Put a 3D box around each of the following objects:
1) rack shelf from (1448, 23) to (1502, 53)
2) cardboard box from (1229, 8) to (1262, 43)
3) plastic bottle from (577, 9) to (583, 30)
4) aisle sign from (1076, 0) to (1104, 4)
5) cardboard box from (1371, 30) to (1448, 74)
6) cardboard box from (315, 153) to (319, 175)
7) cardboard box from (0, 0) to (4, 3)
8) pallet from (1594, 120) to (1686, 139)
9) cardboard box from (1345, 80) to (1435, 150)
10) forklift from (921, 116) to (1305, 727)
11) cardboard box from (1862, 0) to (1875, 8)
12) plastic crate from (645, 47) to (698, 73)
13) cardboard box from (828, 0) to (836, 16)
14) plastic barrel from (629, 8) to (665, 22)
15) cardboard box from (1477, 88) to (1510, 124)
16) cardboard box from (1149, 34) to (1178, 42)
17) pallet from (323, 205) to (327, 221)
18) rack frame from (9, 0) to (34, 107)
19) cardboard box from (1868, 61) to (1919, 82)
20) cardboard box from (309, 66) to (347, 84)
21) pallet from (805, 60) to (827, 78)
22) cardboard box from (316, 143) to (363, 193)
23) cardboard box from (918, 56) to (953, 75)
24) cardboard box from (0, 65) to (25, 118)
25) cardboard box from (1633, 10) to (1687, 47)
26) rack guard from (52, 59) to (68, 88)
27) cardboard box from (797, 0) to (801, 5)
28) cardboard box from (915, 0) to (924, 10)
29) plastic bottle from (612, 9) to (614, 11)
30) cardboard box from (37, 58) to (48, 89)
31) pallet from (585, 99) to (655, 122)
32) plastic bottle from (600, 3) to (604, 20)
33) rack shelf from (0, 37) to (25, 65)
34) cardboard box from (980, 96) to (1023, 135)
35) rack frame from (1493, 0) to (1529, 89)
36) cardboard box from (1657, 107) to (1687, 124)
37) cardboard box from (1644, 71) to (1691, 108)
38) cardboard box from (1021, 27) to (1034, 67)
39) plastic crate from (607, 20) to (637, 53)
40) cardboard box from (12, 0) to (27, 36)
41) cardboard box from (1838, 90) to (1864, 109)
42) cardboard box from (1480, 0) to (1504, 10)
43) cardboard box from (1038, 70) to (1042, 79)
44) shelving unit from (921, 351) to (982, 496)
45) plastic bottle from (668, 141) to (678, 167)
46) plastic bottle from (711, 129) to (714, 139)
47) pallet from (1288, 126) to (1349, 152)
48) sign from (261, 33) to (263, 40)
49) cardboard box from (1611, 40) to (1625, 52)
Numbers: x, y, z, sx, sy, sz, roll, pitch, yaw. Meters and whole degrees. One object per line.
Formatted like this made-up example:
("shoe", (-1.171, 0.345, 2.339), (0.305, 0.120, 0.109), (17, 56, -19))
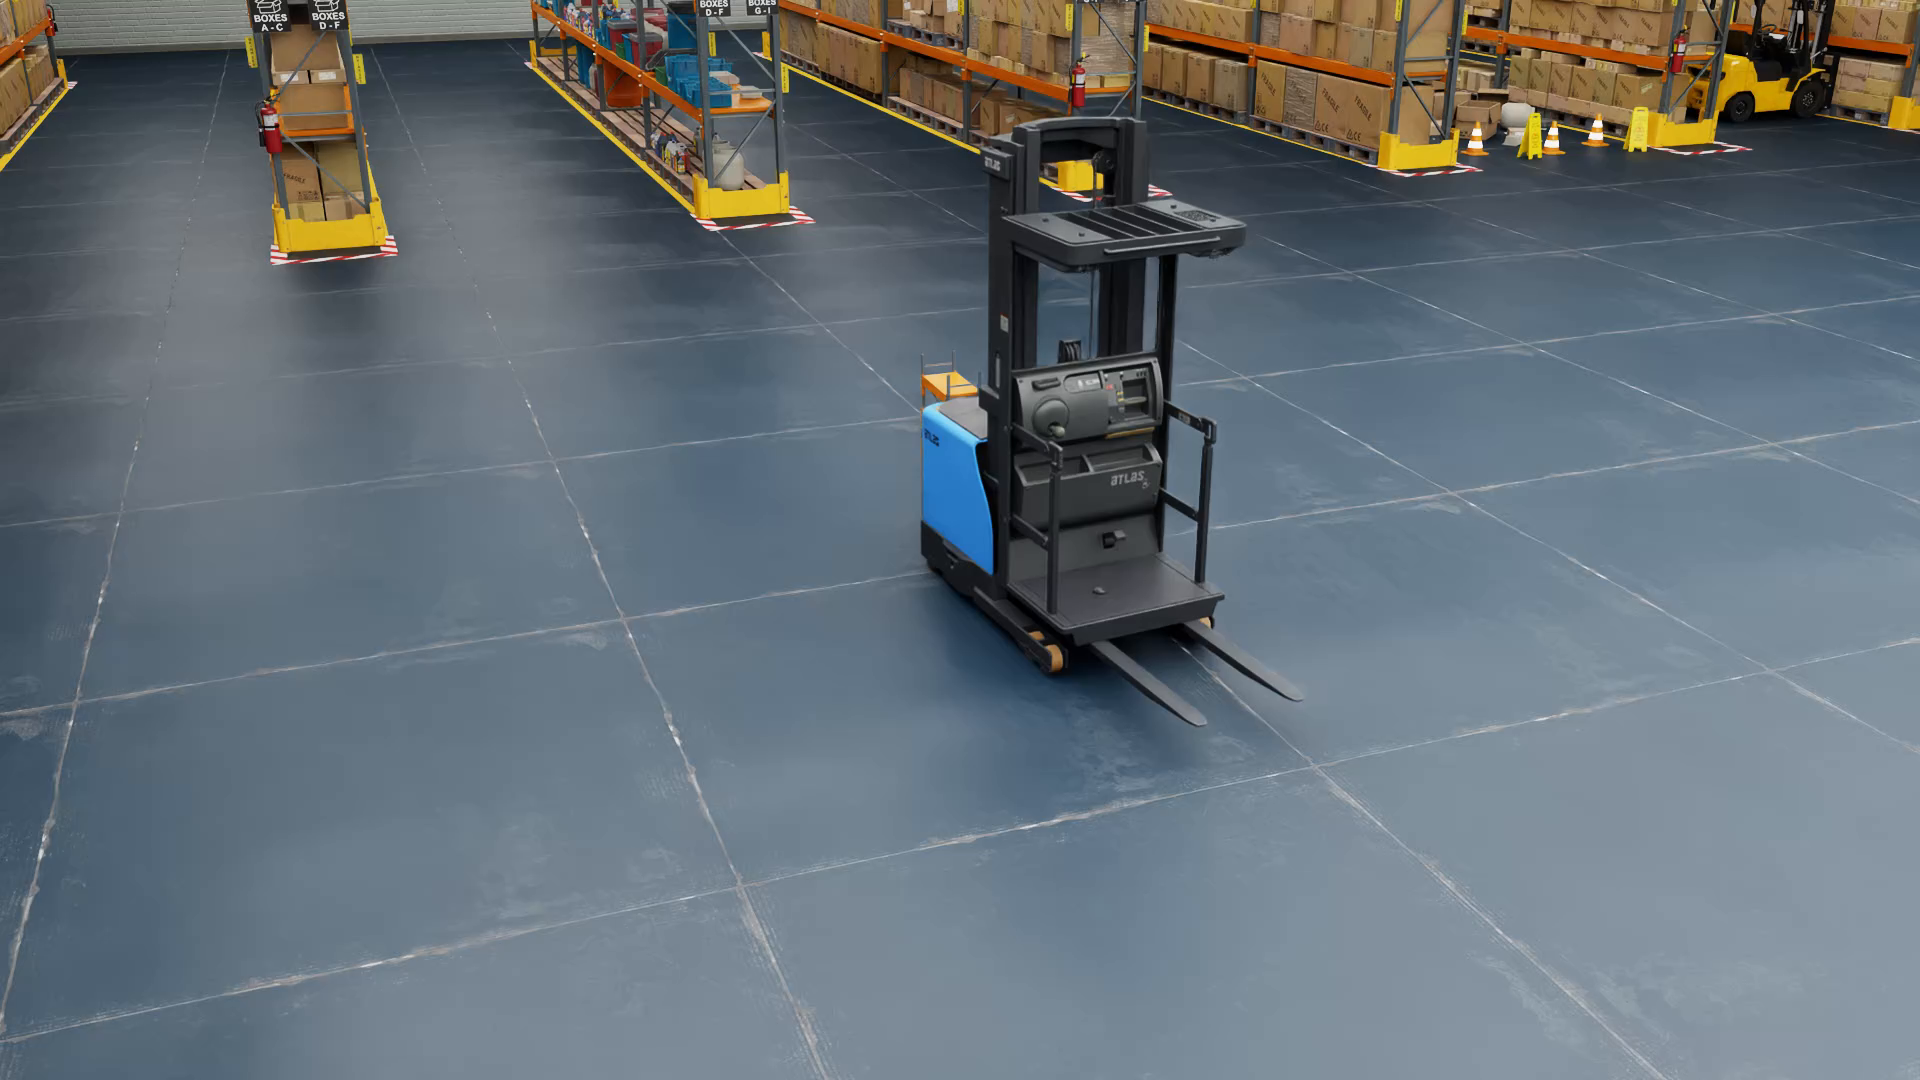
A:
("rack shelf", (9.099, -9.389, 30.591), (1.077, 0.370, 4.000), (-8, 24, -19))
("cardboard box", (4.775, -8.477, 27.372), (0.500, 0.500, 0.500), (-8, 24, -19))
("plastic bottle", (-6.588, -9.069, 28.967), (0.144, 0.351, 0.185), (-8, 24, -19))
("aisle sign", (1.688, -7.315, 21.397), (0.394, 0.787, 0.004), (-8, 24, -19))
("cardboard box", (6.449, -7.023, 23.857), (0.875, 0.550, 0.550), (-8, 24, -19))
("cardboard box", (-8.855, -4.993, 22.234), (0.500, 0.250, 0.500), (-8, 24, -19))
("cardboard box", (-15.618, -8.719, 26.571), (0.500, 0.250, 0.500), (-8, 24, -18))
("pallet", (10.937, -6.583, 26.598), (1.003, 0.211, 1.213), (-8, 24, -19))
("cardboard box", (6.322, -6.277, 24.475), (0.875, 0.875, 0.875), (-8, 24, -19))
("forklift", (0.844, -0.785, 9.340), (1.130, 2.935, 3.031), (-11, 25, -24))
("cardboard box", (15.246, -8.939, 27.632), (0.380, 0.149, 0.250), (-9, 24, -19))
("plastic crate", (-4.034, -6.719, 23.408), (0.767, 0.338, 0.504), (-8, 24, -19))
("cardboard box", (-2.185, -10.203, 31.468), (0.500, 0.500, 0.500), (-8, 24, -19))
("plastic barrel", (-5.065, -8.344, 27.010), (0.600, 0.536, 0.708), (-8, 24, -19))
("cardboard box", (8.911, -7.267, 27.846), (0.500, 0.500, 0.500), (8, 24, 18))
("cardboard box", (3.780, -9.403, 31.409), (0.500, 0.250, 0.500), (-9, 25, -21))
("pallet", (-7.631, -3.810, 20.019), (1.003, 0.211, 1.213), (-8, 24, -19))
("rack frame", (-16.194, -8.502, 27.561), (1.000, 3.000, 0.127), (-8, 24, -19))
("cardboard box", (15.406, -7.735, 27.452), (0.500, 0.250, 0.500), (-8, 24, -17))
("cardboard box", (-7.259, -5.340, 19.095), (0.380, 0.149, 0.250), (-9, 24, -19))
("pallet", (-2.488, -9.543, 33.621), (1.003, 0.211, 1.213), (-8, 24, -19))
("cardboard box", (-7.482, -4.502, 20.104), (0.500, 0.500, 0.500), (-8, 24, -19))
("cardboard box", (-0.417, -8.054, 28.182), (0.500, 0.250, 0.500), (-6, 23, -13))
("cardboard box", (-15.526, -7.164, 26.613), (0.750, 0.750, 0.750), (-8, 24, -17))
("cardboard box", (10.769, -7.883, 25.580), (0.500, 0.500, 0.500), (-9, 24, -20))
("rack guard", (-17.616, -8.813, 31.515), (1.175, 0.500, 0.348), (-8, 24, -19))
("cardboard box", (-3.070, -10.865, 33.490), (0.380, 0.149, 0.250), (-8, 24, -18))
("cardboard box", (-0.360, -8.948, 27.948), (0.700, 0.500, 0.500), (-5, 23, -11))
("plastic bottle", (-6.177, -9.390, 29.826), (0.152, 0.276, 0.135), (-8, 24, -19))
("cardboard box", (-16.911, -8.392, 29.977), (0.700, 0.500, 0.500), (-9, 25, -21))
("pallet", (-5.830, -7.404, 28.545), (1.003, 0.211, 1.213), (-8, 24, -19))
("plastic bottle", (-6.430, -9.530, 30.063), (0.144, 0.351, 0.185), (-8, 24, -19))
("rack shelf", (-15.487, -7.444, 25.976), (1.077, 0.370, 4.000), (-8, 24, -19))
("cardboard box", (0.638, -6.525, 25.548), (0.500, 0.500, 0.500), (-9, 25, -21))
("rack frame", (9.805, -8.994, 28.727), (1.000, 3.000, 0.127), (-8, 24, -19))
("cardboard box", (11.192, -6.798, 26.517), (0.500, 0.250, 0.500), (-9, 24, -19))
("cardboard box", (11.183, -7.152, 26.392), (0.500, 0.500, 0.500), (-9, 25, -21))
("cardboard box", (1.353, -6.921, 23.296), (0.875, 0.500, 0.500), (-8, 24, -19))
("plastic crate", (-5.228, -7.809, 25.832), (0.402, 0.464, 0.583), (-8, 24, -19))
("cardboard box", (-16.370, -8.840, 27.975), (0.980, 0.700, 0.700), (-8, 24, -18))
("cardboard box", (15.232, -7.459, 28.085), (0.500, 0.250, 0.500), (-8, 24, -19))
("cardboard box", (9.427, -9.507, 28.892), (0.500, 0.500, 0.500), (-9, 24, -20))
("cardboard box", (1.306, -6.505, 23.144), (0.380, 0.149, 0.250), (-8, 24, -19))
("shelving unit", (-0.058, -0.613, 11.160), (0.258, 1.200, 0.503), (-8, 24, -19))
("plastic bottle", (-3.920, -5.296, 22.798), (0.144, 0.351, 0.185), (-7, 24, -17))
("plastic bottle", (-3.535, -5.673, 23.691), (0.144, 0.351, 0.185), (-10, 25, -22))
("pallet", (5.840, -6.262, 25.836), (1.003, 0.211, 1.213), (-8, 24, -19))
("sign", (-9.239, -6.696, 21.885), (0.100, 0.325, 0.005), (-8, 24, -19))
("cardboard box", (10.503, -7.794, 26.203), (0.380, 0.149, 0.250), (-8, 24, -18))
